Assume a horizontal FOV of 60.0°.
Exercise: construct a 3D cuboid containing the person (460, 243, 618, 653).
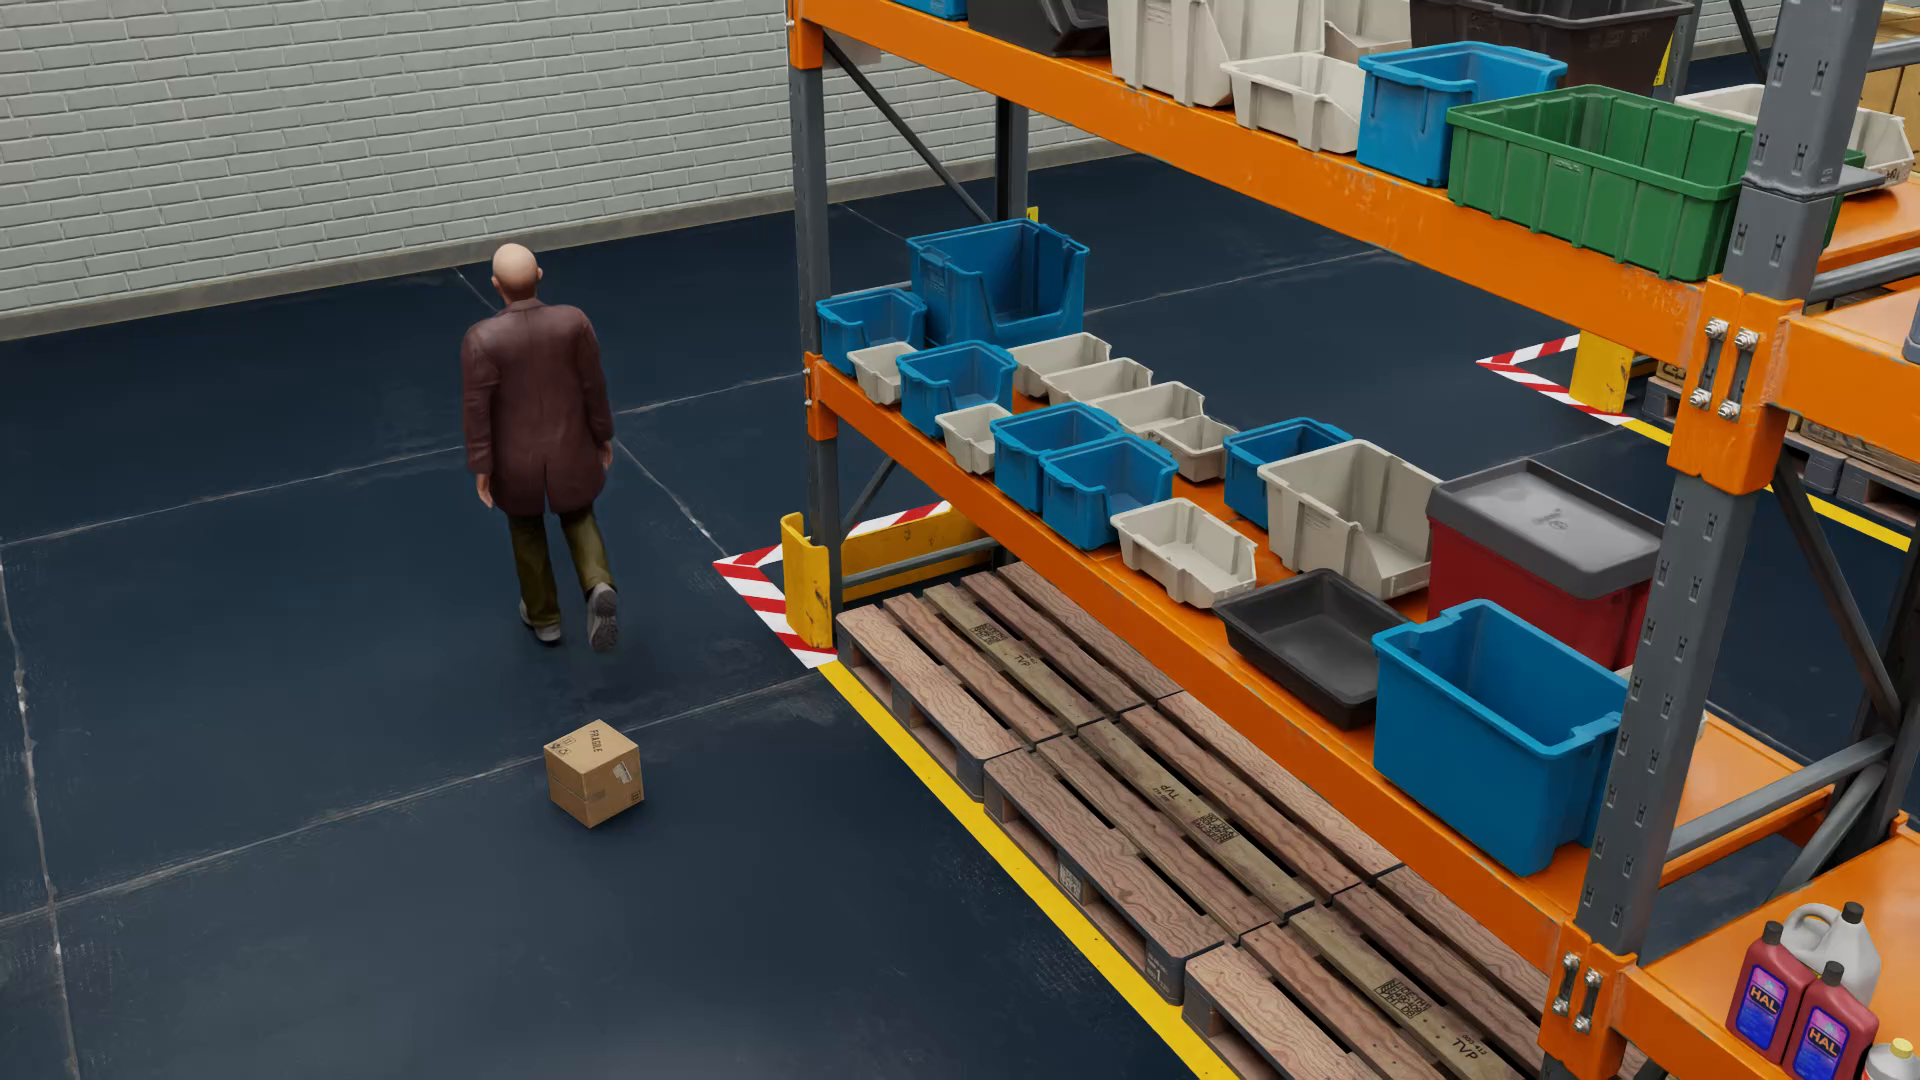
[{"bbox_3d":[-1.702,-0.348,6.812,0.621,1.762,0.715,-12,31,-21],"label":"person"}]
